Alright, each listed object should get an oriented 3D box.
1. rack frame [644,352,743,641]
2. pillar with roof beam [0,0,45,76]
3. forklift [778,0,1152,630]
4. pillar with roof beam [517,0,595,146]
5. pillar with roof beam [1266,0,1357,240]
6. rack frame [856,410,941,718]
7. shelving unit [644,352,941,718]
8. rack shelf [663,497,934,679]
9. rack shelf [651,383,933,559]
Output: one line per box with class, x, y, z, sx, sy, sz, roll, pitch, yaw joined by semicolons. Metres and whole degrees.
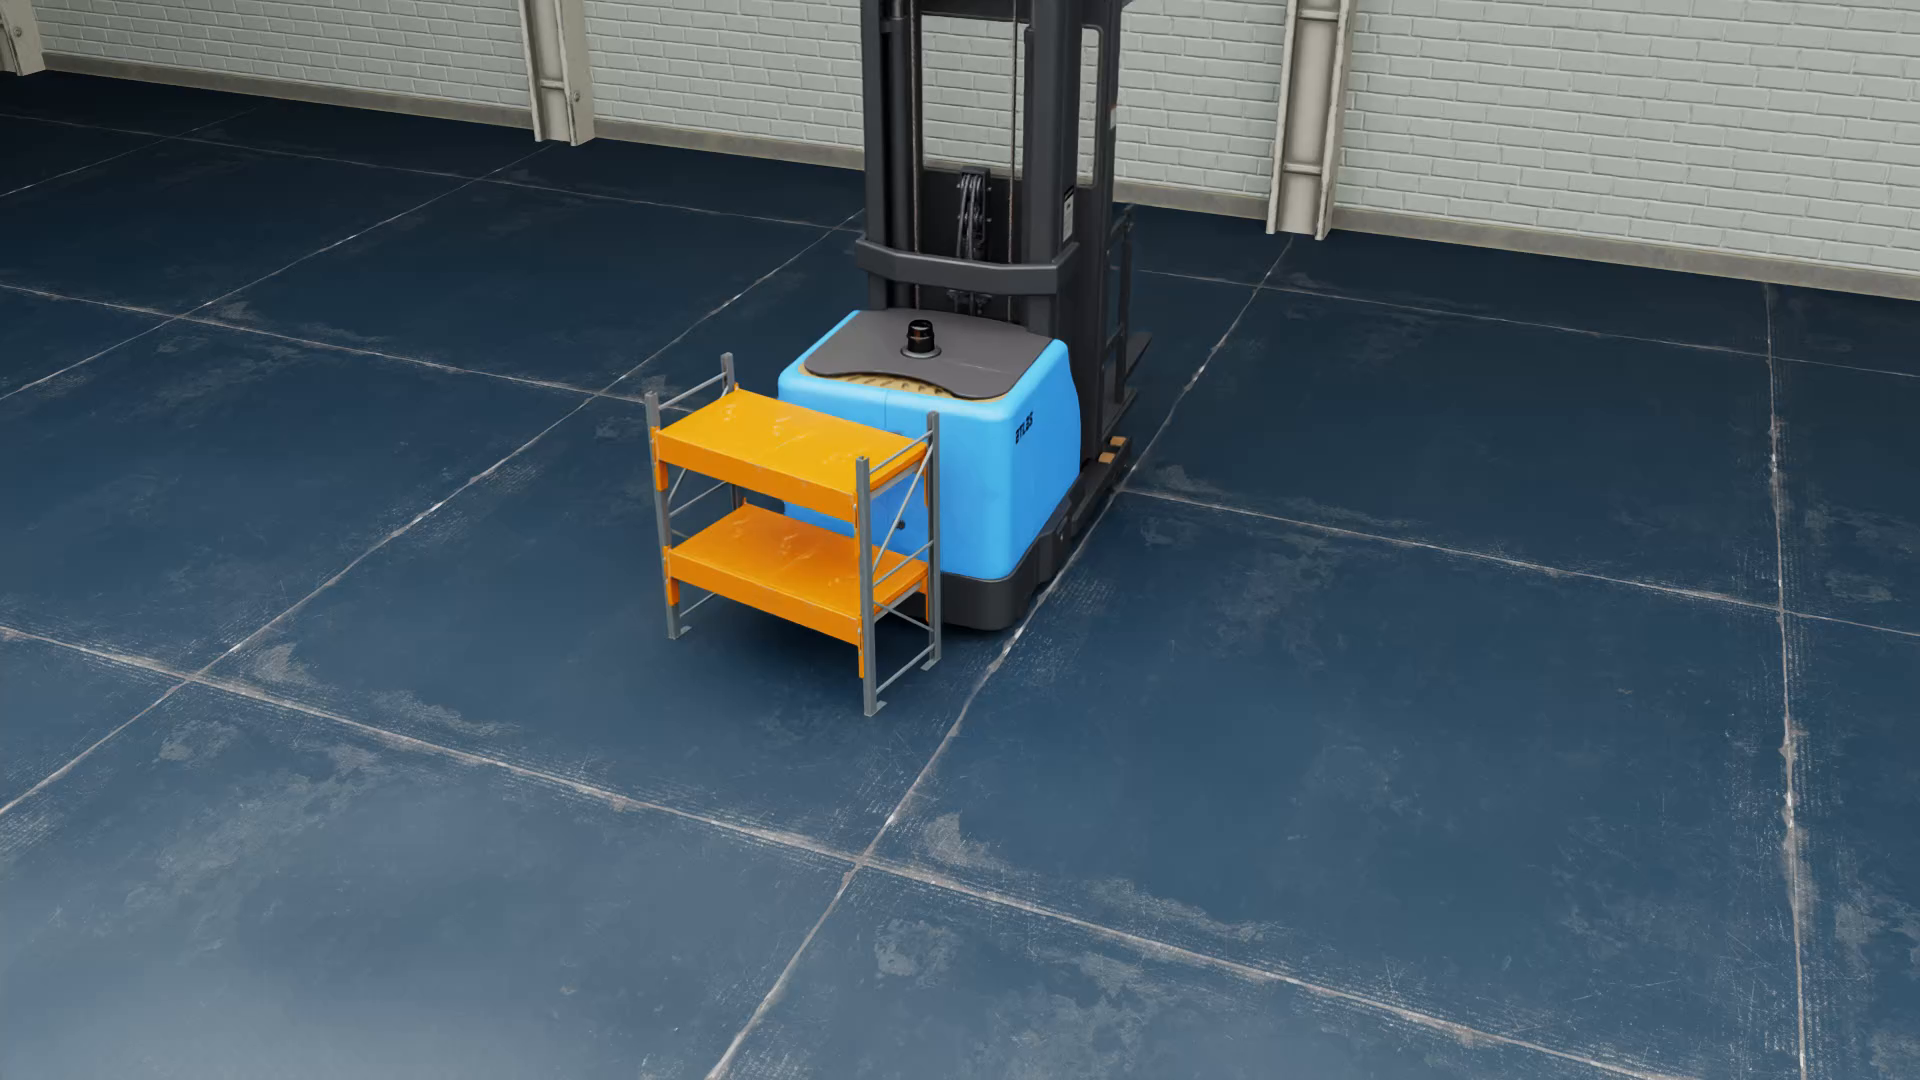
rack frame;-1.079;-0.173;6.913;0.032;1.125;0.500;18;34;28
pillar with roof beam;-10.382;-6.331;9.806;0.400;9.000;9.100;11;31;19
forklift;0.231;-1.608;7.616;1.130;2.935;3.031;10;31;18
pillar with roof beam;-4.822;-5.221;7.842;0.400;9.000;9.100;11;31;19
pillar with roof beam;0.737;-4.111;5.878;0.400;9.000;9.100;11;31;19
rack frame;-0.227;0.100;6.430;0.032;1.125;0.500;18;34;28
shelving unit;-0.653;-0.037;6.672;1.048;1.125;0.538;18;34;28
rack shelf;-0.653;0.176;6.792;1.000;0.278;0.538;18;34;28
rack shelf;-0.653;-0.291;6.528;1.000;0.278;0.538;18;34;28
